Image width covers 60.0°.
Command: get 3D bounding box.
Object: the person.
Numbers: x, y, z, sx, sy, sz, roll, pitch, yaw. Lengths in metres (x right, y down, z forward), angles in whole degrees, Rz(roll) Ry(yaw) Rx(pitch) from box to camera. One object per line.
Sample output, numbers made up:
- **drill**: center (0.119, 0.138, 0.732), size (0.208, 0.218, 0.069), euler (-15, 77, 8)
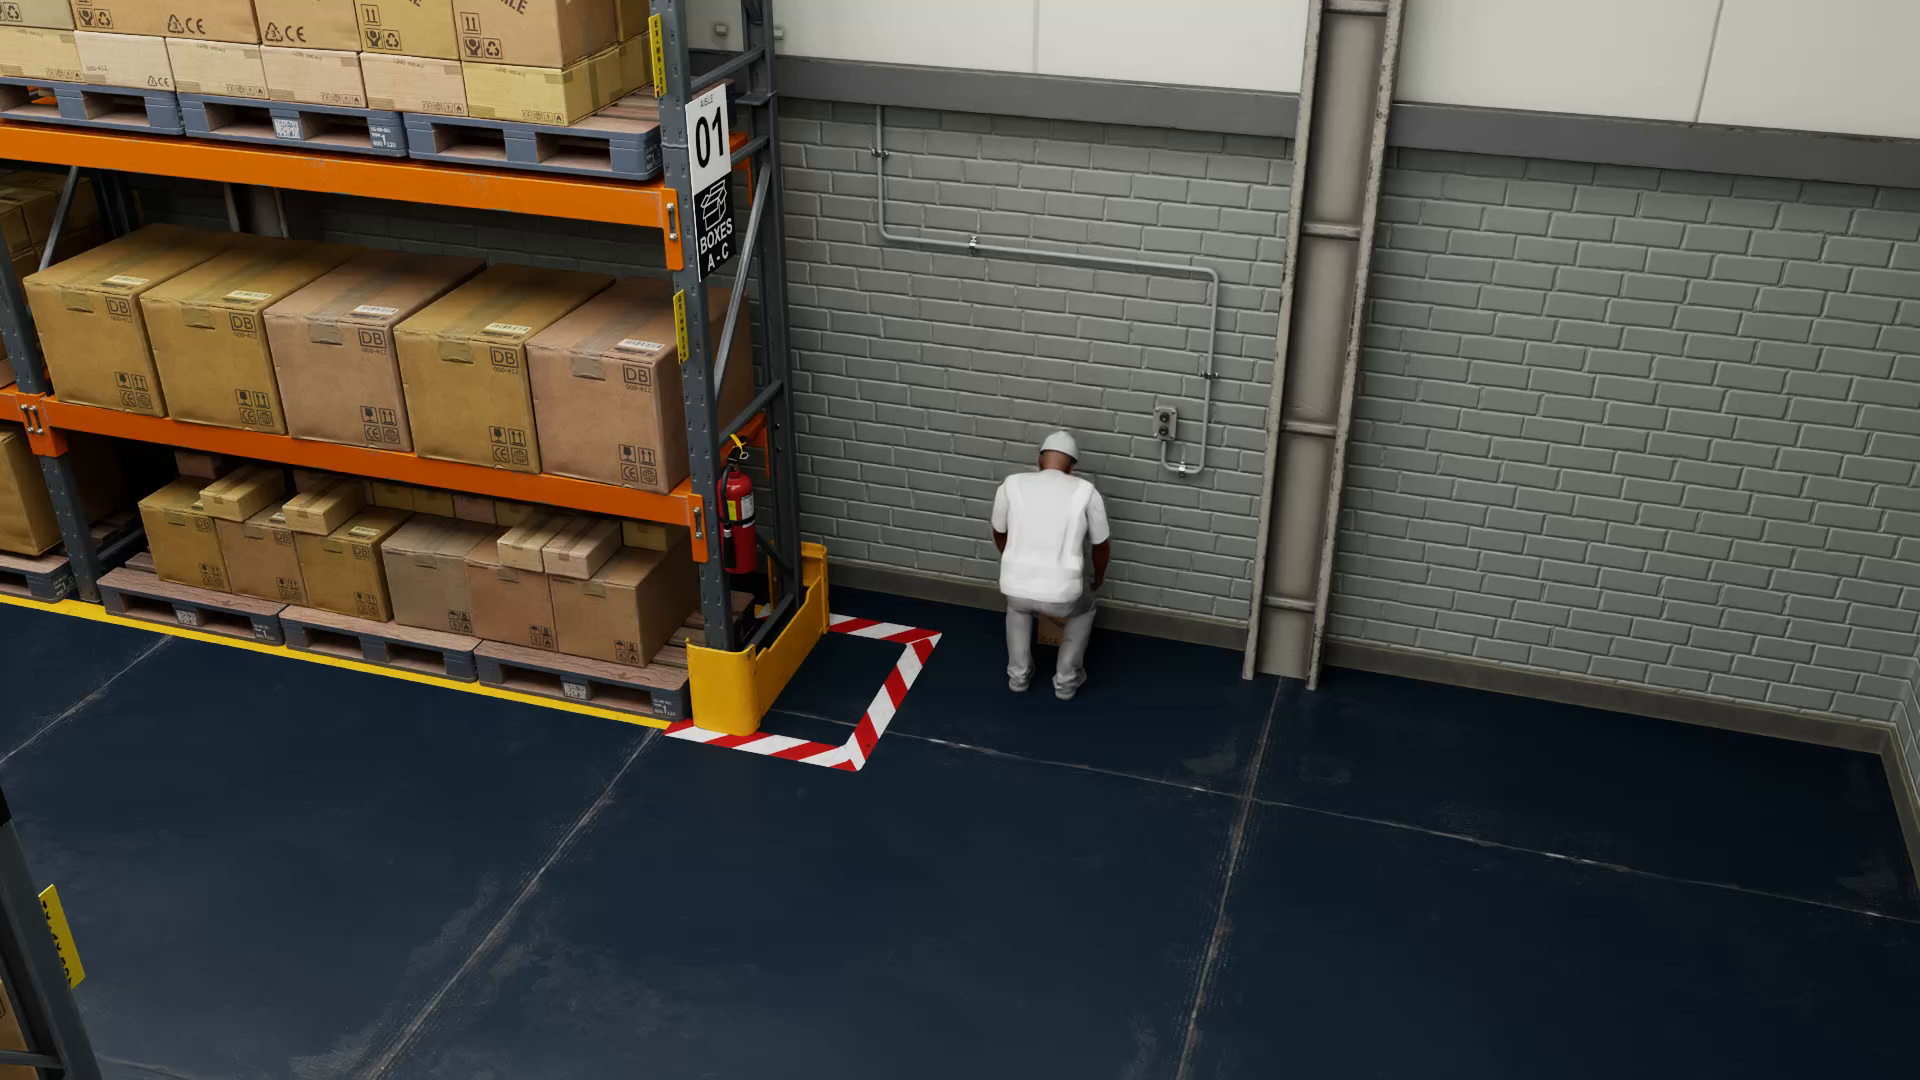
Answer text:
- **person**: center (0.440, 0.149, 8.684), size (0.629, 1.313, 0.805), euler (9, 30, 15)
